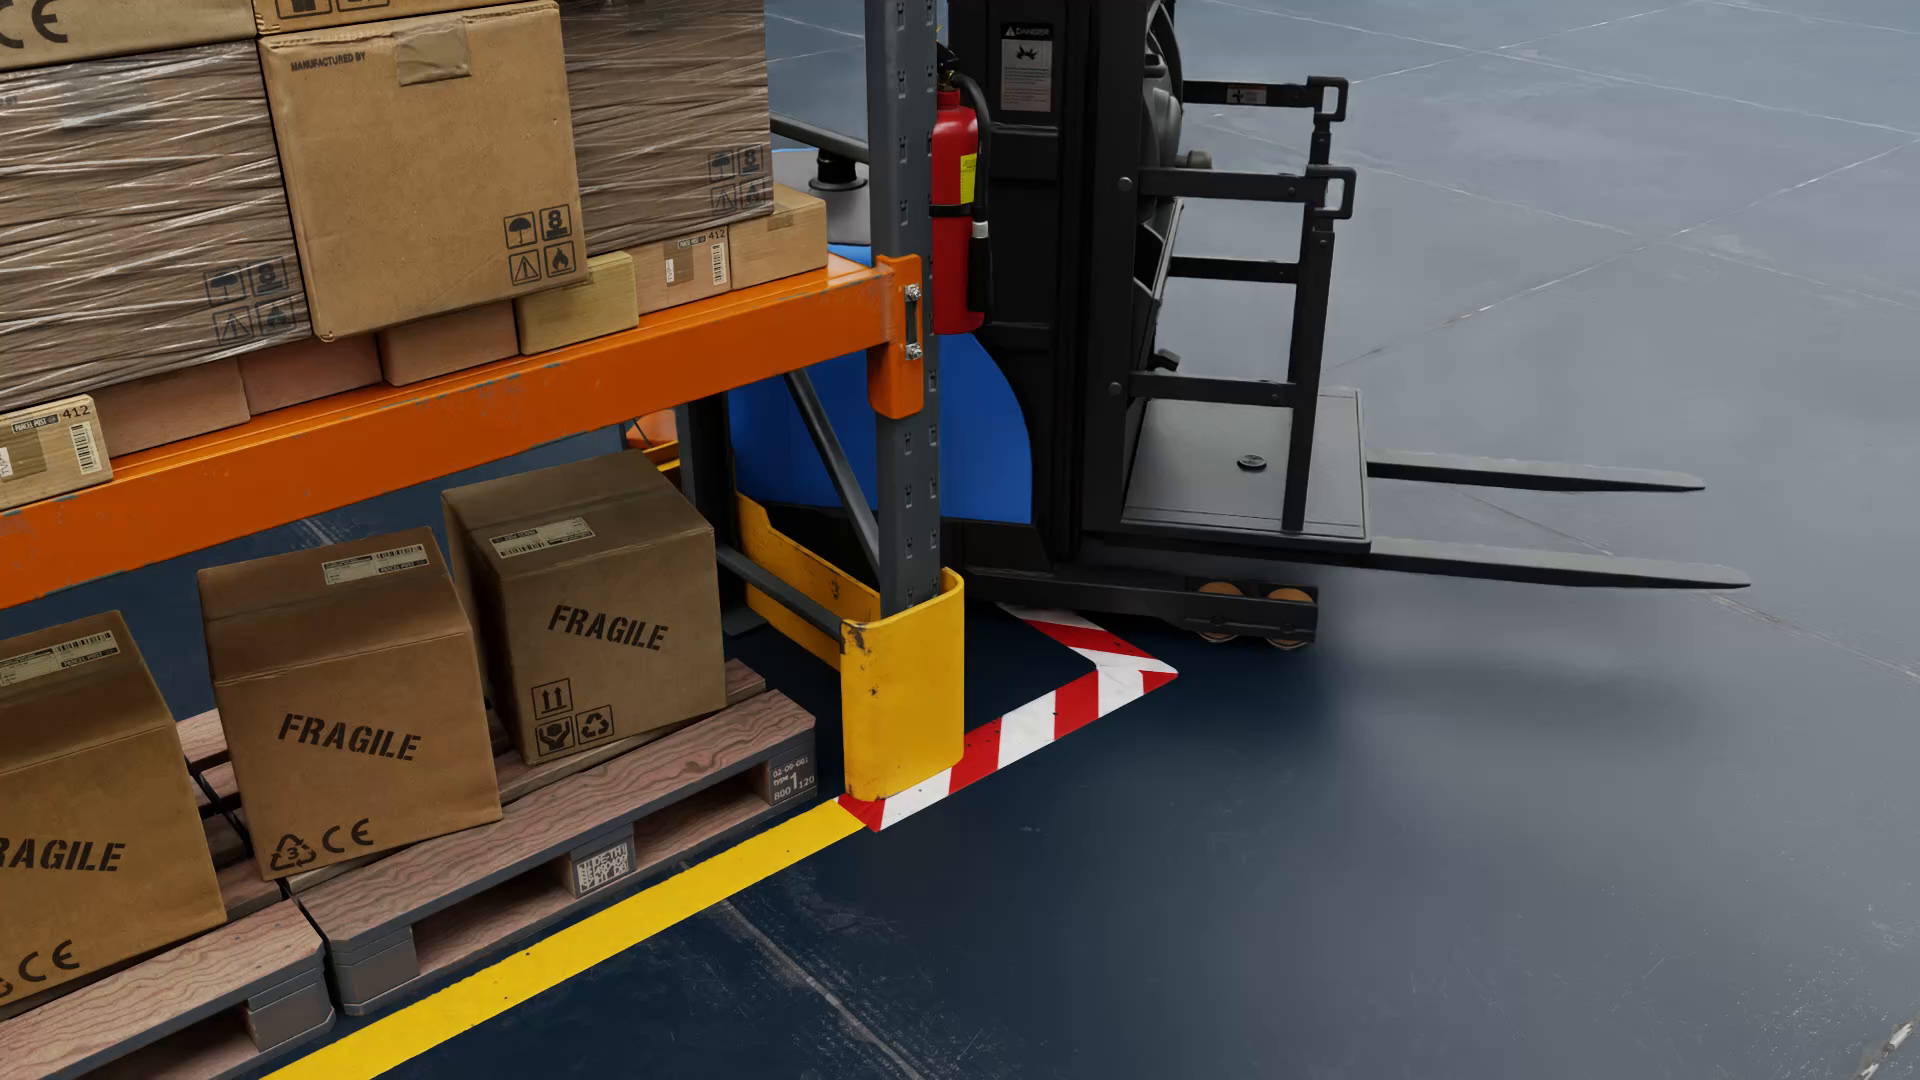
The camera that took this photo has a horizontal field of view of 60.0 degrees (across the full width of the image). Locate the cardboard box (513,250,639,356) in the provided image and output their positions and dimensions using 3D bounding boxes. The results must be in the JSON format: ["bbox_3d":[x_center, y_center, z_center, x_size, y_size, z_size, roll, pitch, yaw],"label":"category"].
[{"bbox_3d":[-0.846,-0.514,3.296,0.250,0.149,0.380,-22,35,-35],"label":"cardboard box"}]

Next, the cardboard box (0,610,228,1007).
[{"bbox_3d":[-1.823,0.525,3.291,0.500,0.500,0.500,-18,33,-30],"label":"cardboard box"}]

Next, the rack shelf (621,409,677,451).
[{"bbox_3d":[-0.909,-0.262,5.226,0.215,0.259,0.240,3,28,12],"label":"rack shelf"}]

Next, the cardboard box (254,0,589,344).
[{"bbox_3d":[-1.154,-0.778,3.102,0.500,0.500,0.875,-22,35,-35],"label":"cardboard box"}]

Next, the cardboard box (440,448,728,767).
[{"bbox_3d":[-0.901,0.145,4.002,0.500,0.500,0.500,-15,32,-26],"label":"cardboard box"}]

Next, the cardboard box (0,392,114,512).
[{"bbox_3d":[-1.571,-0.188,2.687,0.250,0.149,0.380,-22,35,-35],"label":"cardboard box"}]

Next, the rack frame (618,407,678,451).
[{"bbox_3d":[-0.947,-0.461,4.988,0.200,1.050,0.008,3,28,12],"label":"rack frame"}]

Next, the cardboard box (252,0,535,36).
[{"bbox_3d":[-1.050,-1.161,2.758,0.500,0.500,0.500,-22,35,-35],"label":"cardboard box"}]

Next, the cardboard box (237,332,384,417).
[{"bbox_3d":[-1.263,-0.381,3.047,0.250,0.149,0.380,-22,35,-35],"label":"cardboard box"}]

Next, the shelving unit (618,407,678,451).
[{"bbox_3d":[-0.923,-0.517,5.093,0.215,1.050,0.252,3,28,12],"label":"shelving unit"}]

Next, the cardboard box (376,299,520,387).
[{"bbox_3d":[-1.046,-0.443,3.163,0.250,0.149,0.380,-22,35,-35],"label":"cardboard box"}]

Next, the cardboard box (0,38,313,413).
[{"bbox_3d":[-1.563,-0.640,2.844,0.500,0.500,0.875,-22,35,-35],"label":"cardboard box"}]

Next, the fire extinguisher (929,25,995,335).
[{"bbox_3d":[-0.029,-0.793,3.633,0.183,0.674,0.296,-22,35,-35],"label":"fire extinguisher"}]

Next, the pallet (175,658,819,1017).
[{"bbox_3d":[-1.114,0.532,4.031,1.213,0.211,1.003,-22,35,-35],"label":"pallet"}]

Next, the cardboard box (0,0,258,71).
[{"bbox_3d":[-1.432,-1.009,2.474,0.500,0.500,0.500,-22,35,-35],"label":"cardboard box"}]

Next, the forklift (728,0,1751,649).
[{"bbox_3d":[0.738,-1.260,4.497,3.031,2.935,1.130,5,29,9],"label":"forklift"}]

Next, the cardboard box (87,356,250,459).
[{"bbox_3d":[-1.439,-0.297,2.889,0.250,0.149,0.380,-22,35,-35],"label":"cardboard box"}]

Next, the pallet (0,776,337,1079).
[{"bbox_3d":[-2.042,0.903,3.336,1.213,0.211,1.003,-22,35,-35],"label":"pallet"}]

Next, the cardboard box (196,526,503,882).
[{"bbox_3d":[-1.334,0.340,3.637,0.500,0.500,0.500,-13,31,-22],"label":"cardboard box"}]

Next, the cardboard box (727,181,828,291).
[{"bbox_3d":[-0.498,-0.685,3.616,0.250,0.149,0.380,-22,35,-35],"label":"cardboard box"}]

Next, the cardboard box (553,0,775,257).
[{"bbox_3d":[-0.852,-0.974,3.468,0.500,0.500,0.875,-22,35,-35],"label":"cardboard box"}]

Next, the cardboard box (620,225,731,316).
[{"bbox_3d":[-0.689,-0.609,3.473,0.250,0.149,0.380,-22,35,-35],"label":"cardboard box"}]

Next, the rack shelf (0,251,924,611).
[{"bbox_3d":[-1.937,-0.028,2.883,4.000,0.370,1.077,-22,35,-35],"label":"rack shelf"}]

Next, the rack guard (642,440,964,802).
[{"bbox_3d":[-0.473,0.169,4.404,0.348,0.500,1.175,-22,35,-35],"label":"rack guard"}]

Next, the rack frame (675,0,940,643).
[{"bbox_3d":[-0.416,-0.957,3.858,0.127,3.000,1.000,-22,35,-35],"label":"rack frame"}]
